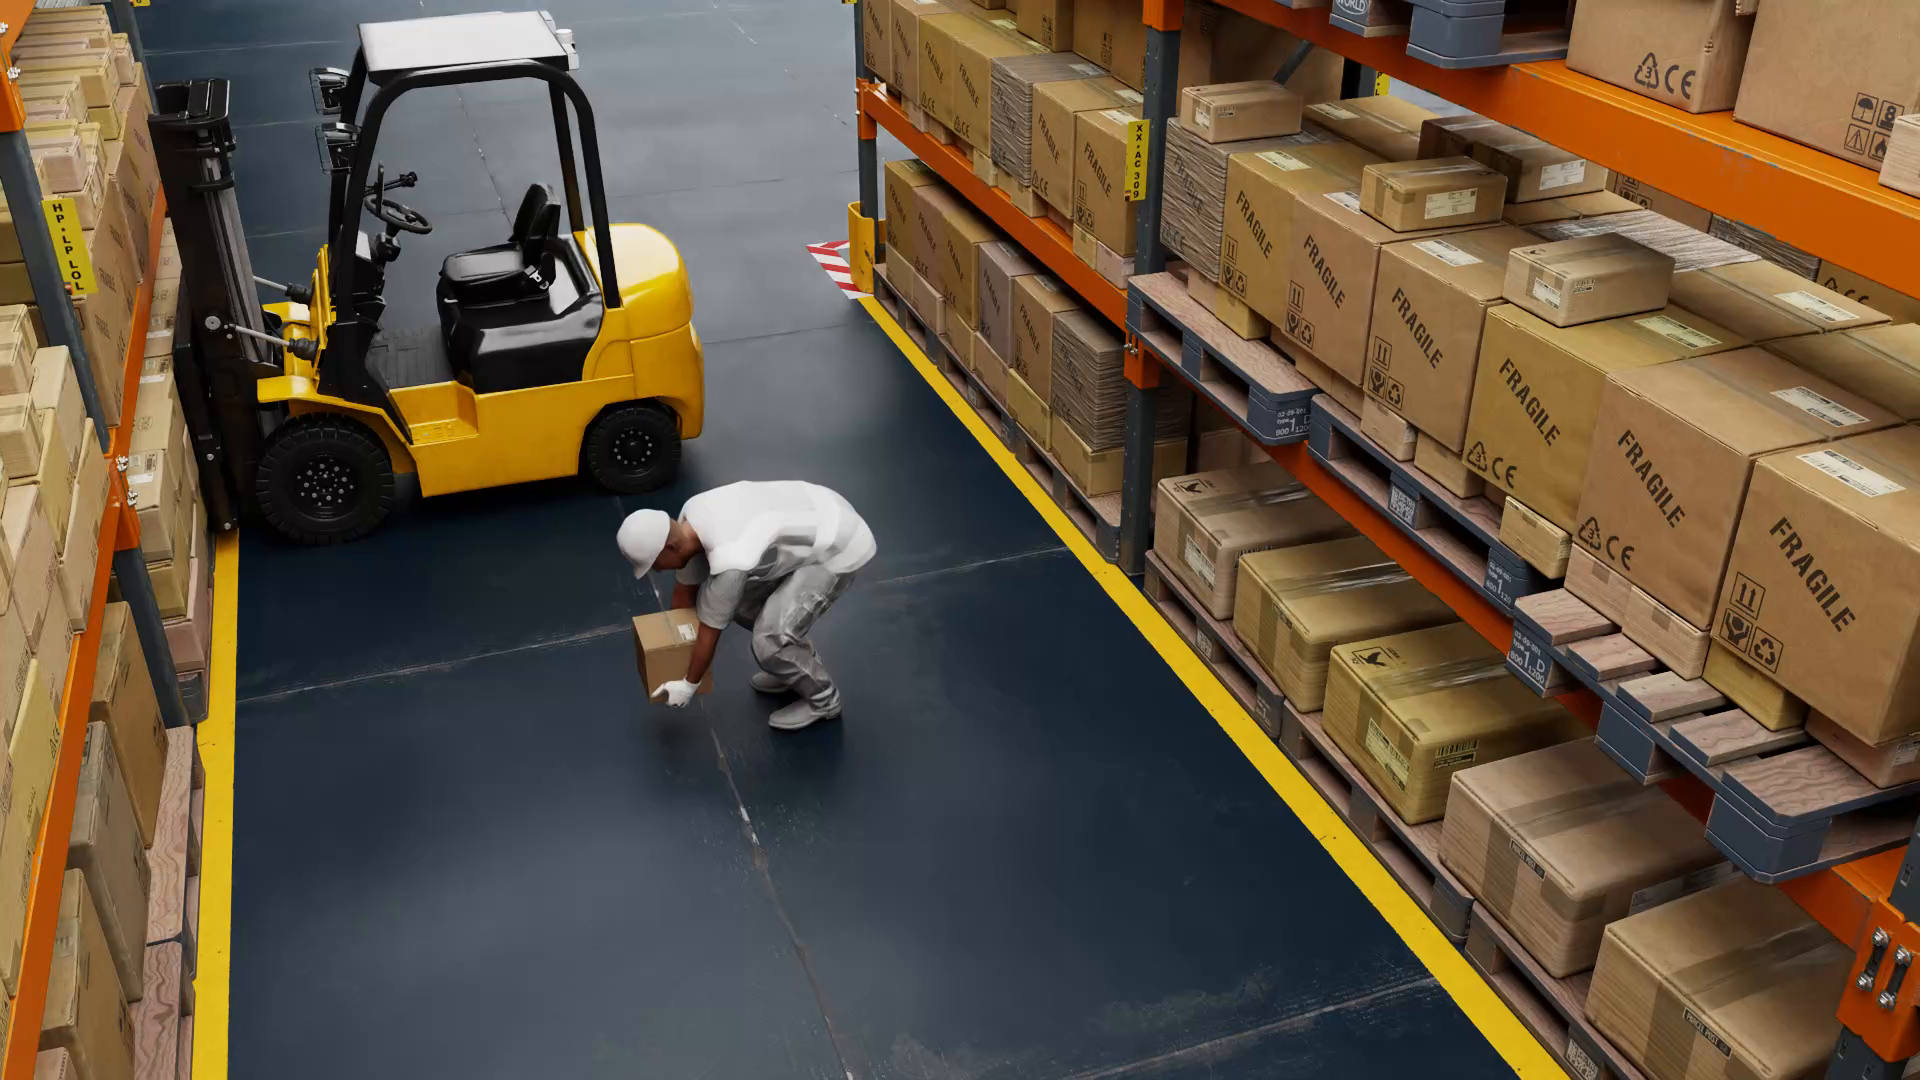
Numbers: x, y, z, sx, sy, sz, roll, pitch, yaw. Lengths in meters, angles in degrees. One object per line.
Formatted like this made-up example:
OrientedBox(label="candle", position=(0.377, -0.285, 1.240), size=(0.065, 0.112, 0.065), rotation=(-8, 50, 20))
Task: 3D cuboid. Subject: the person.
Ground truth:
OrientedBox(label="person", position=(-0.805, 0.256, 6.446), size=(0.976, 1.005, 0.545), rotation=(-12, 32, -20))
